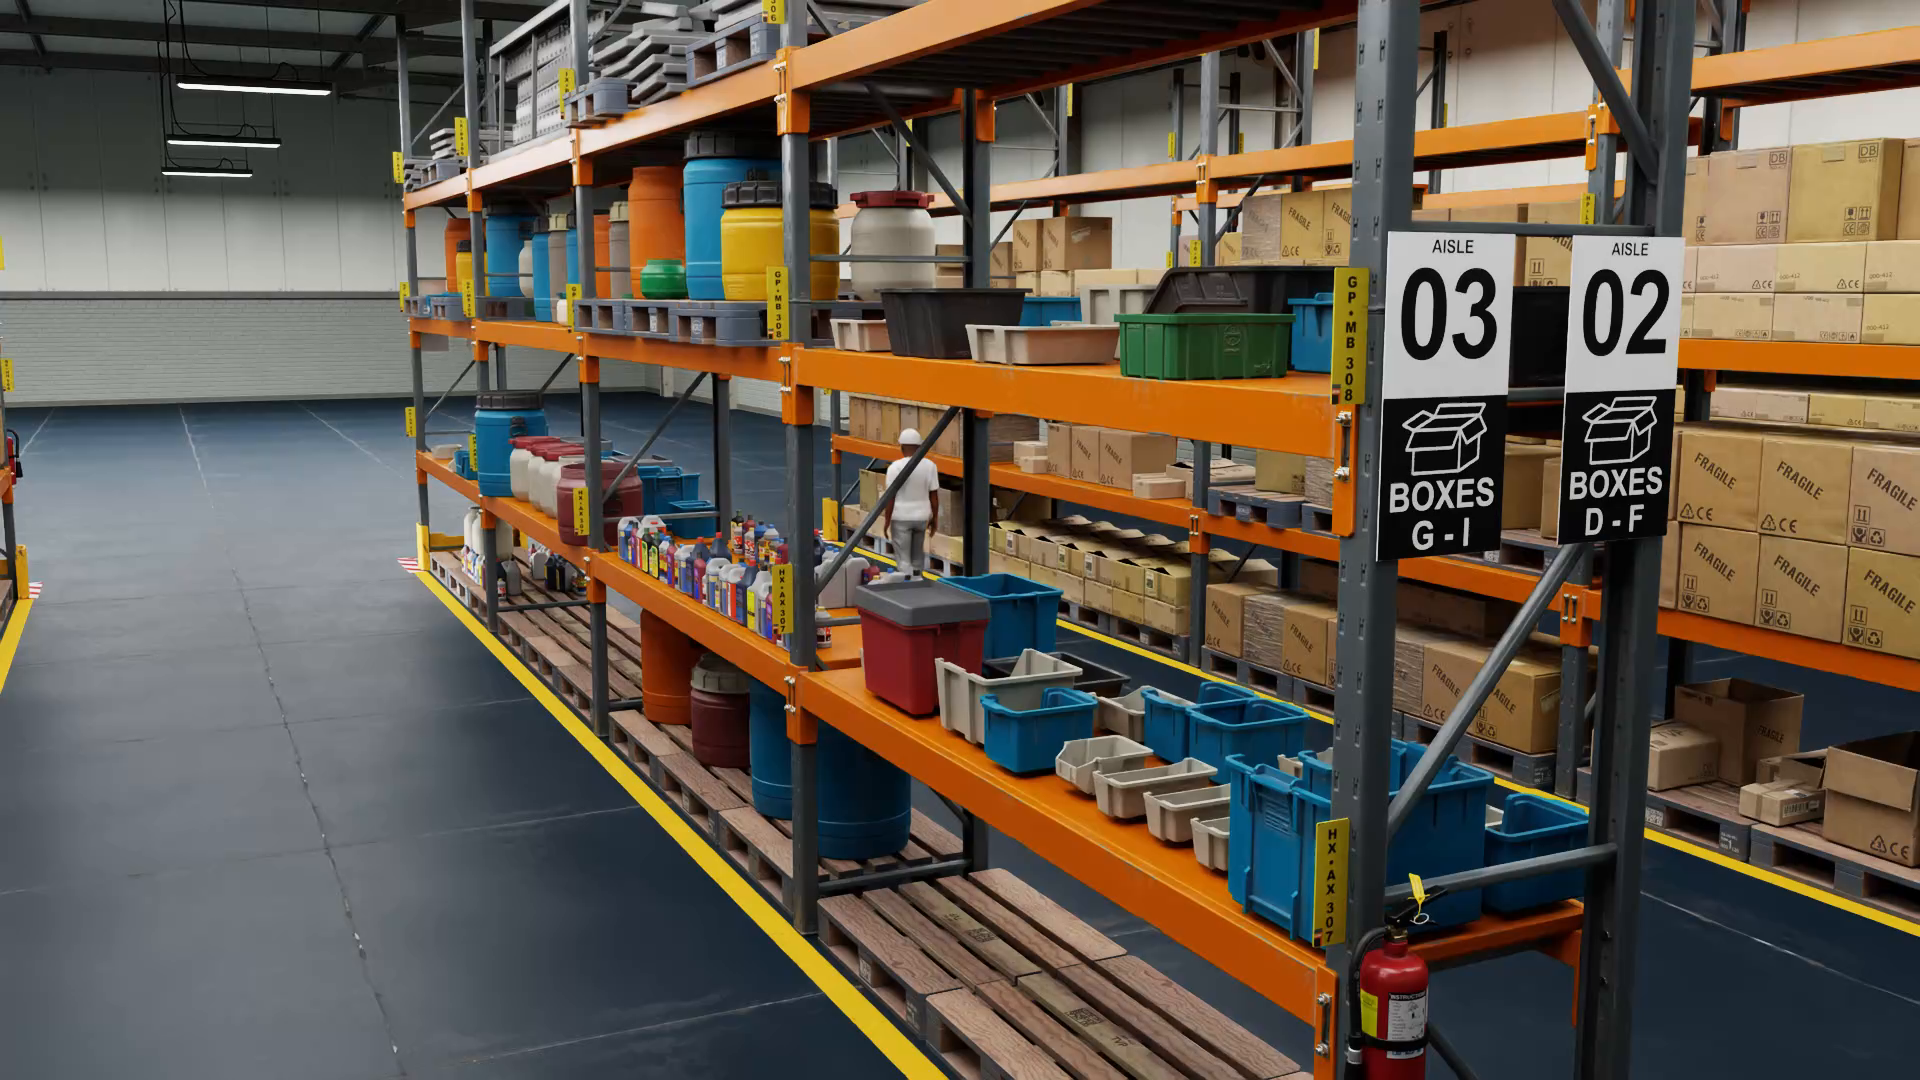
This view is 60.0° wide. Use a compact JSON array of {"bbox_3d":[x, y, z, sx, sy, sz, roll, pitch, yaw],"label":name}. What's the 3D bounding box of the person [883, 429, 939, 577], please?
[{"bbox_3d":[-0.517,-0.206,16.143,0.571,1.764,0.753,-5,10,-29],"label":"person"}]
